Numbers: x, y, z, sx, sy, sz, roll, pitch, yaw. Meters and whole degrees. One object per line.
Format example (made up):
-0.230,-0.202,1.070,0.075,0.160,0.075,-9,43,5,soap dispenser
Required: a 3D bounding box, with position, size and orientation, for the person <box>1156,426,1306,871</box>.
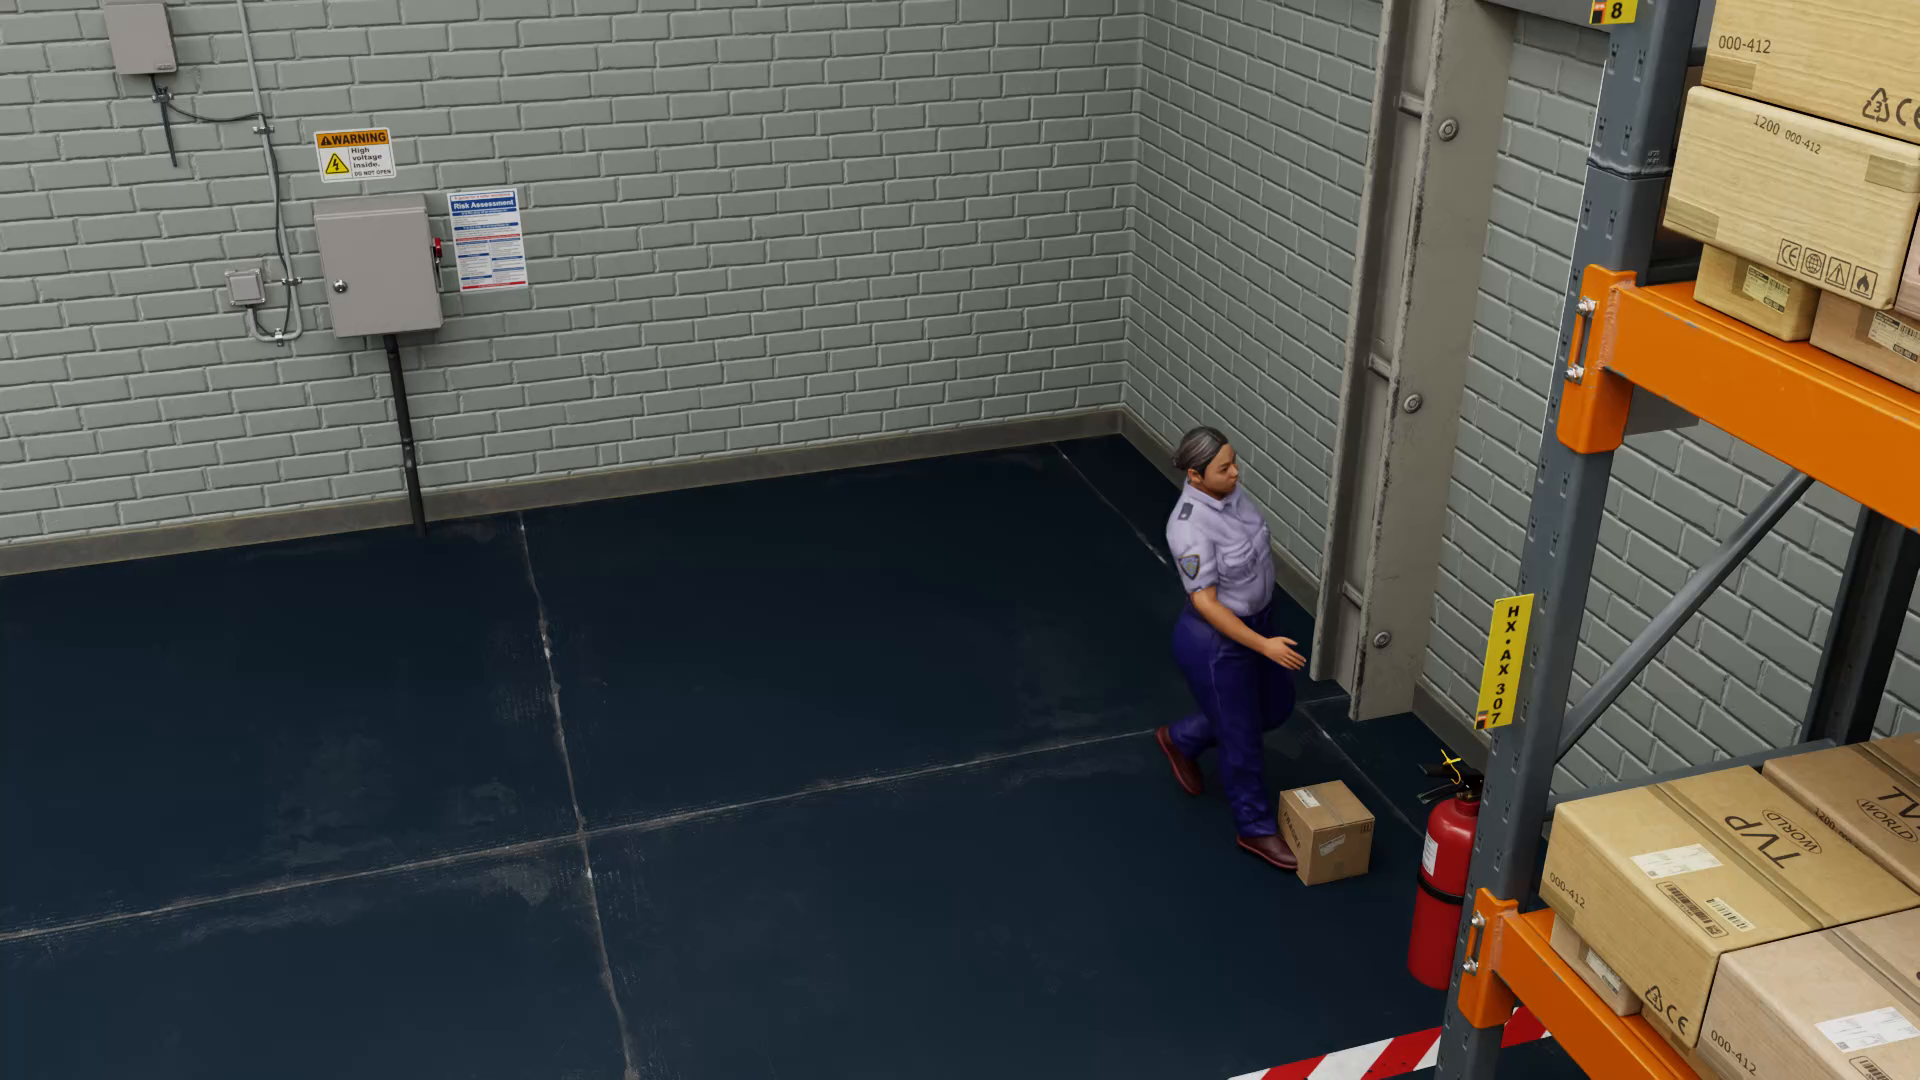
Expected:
1.017,0.364,5.919,0.717,1.605,0.546,15,30,27,person
